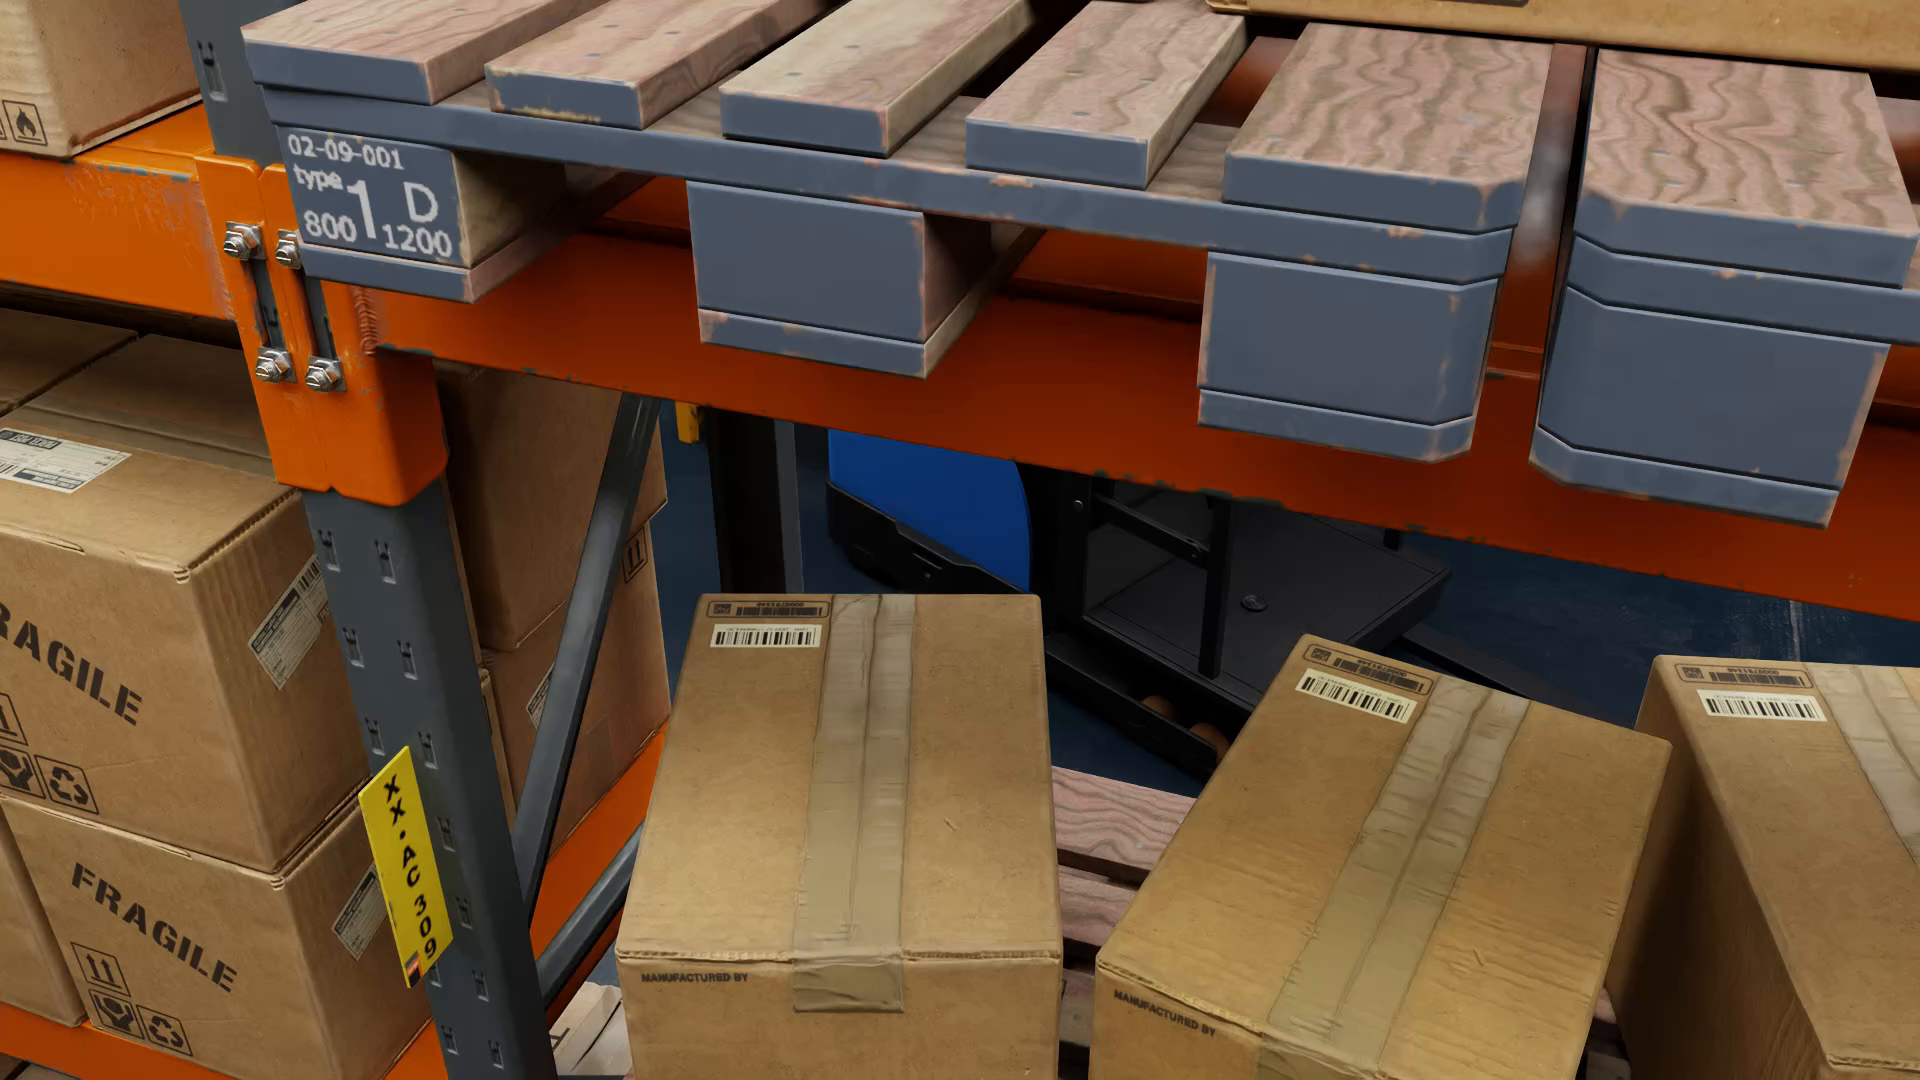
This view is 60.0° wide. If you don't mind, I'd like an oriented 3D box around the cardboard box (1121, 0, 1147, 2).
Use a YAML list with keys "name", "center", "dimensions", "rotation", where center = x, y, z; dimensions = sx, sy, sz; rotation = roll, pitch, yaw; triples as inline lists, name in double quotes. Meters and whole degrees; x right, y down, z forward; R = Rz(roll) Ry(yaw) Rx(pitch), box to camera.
- name: "cardboard box"
  center: [-0.055, -0.899, 1.539]
  dimensions: [0.600, 0.600, 0.600]
  rotation: [8, 34, 12]

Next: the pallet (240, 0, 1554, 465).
- name: "pallet"
  center: [0.086, -0.534, 1.719]
  dimensions: [1.003, 0.211, 1.213]
  rotation: [11, 34, 16]

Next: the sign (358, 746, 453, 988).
- name: "sign"
  center: [-0.680, 0.407, 2.056]
  dimensions: [0.005, 0.325, 0.100]
  rotation: [11, 34, 16]

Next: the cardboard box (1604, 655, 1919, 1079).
- name: "cardboard box"
  center: [1.180, 0.566, 2.129]
  dimensions: [0.500, 0.500, 0.700]
  rotation: [3, 33, 4]

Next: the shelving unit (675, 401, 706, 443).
- name: "shelving unit"
  center: [-0.561, -1.043, 6.483]
  dimensions: [1.083, 1.500, 0.587]
  rotation: [17, 37, 25]

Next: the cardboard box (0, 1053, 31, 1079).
- name: "cardboard box"
  center: [-2.275, 1.015, 3.808]
  dimensions: [0.637, 0.503, 0.797]
  rotation: [11, 34, 16]

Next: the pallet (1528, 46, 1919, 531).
- name: "pallet"
  center: [1.063, -0.346, 1.428]
  dimensions: [1.003, 0.211, 1.213]
  rotation: [11, 34, 16]

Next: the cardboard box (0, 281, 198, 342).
- name: "cardboard box"
  center: [-1.339, -0.294, 2.926]
  dimensions: [0.500, 0.500, 0.500]
  rotation: [10, 34, 15]

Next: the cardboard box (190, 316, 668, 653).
- name: "cardboard box"
  center: [-0.853, -0.200, 2.780]
  dimensions: [0.500, 0.500, 0.500]
  rotation: [12, 35, 18]

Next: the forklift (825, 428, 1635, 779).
- name: "forklift"
  center: [0.906, -0.818, 4.815]
  dimensions: [1.130, 2.935, 3.031]
  rotation: [-28, 42, -36]

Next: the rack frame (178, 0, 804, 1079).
- name: "rack frame"
  center: [-0.505, 0.494, 2.720]
  dimensions: [0.053, 2.616, 0.949]
  rotation: [11, 34, 16]

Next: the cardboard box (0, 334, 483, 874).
- name: "cardboard box"
  center: [-1.068, 0.070, 2.362]
  dimensions: [0.500, 0.500, 0.500]
  rotation: [11, 34, 17]

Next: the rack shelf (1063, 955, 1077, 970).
- name: "rack shelf"
  center: [1.379, 1.160, 2.350]
  dimensions: [4.000, 0.370, 1.077]
  rotation: [11, 34, 16]

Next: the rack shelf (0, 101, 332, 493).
- name: "rack shelf"
  center: [-2.387, -0.832, 2.671]
  dimensions: [4.000, 0.370, 1.077]
  rotation: [11, 34, 16]

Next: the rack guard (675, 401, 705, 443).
- name: "rack guard"
  center: [-0.994, -0.651, 7.028]
  dimensions: [0.087, 0.250, 0.587]
  rotation: [17, 37, 25]

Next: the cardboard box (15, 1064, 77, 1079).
- name: "cardboard box"
  center: [-1.842, 1.340, 3.482]
  dimensions: [0.500, 0.311, 0.500]
  rotation: [11, 34, 16]

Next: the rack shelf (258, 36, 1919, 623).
- name: "rack shelf"
  center: [1.379, -0.100, 1.537]
  dimensions: [4.000, 0.370, 1.077]
  rotation: [11, 34, 16]

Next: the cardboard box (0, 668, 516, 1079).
- name: "cardboard box"
  center: [-1.061, 0.490, 2.634]
  dimensions: [0.500, 0.500, 0.500]
  rotation: [12, 35, 17]

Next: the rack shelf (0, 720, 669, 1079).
- name: "rack shelf"
  center: [-2.387, 0.428, 3.484]
  dimensions: [4.000, 0.370, 1.077]
  rotation: [11, 34, 16]

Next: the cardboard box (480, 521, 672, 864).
- name: "cardboard box"
  center: [-0.892, 0.218, 3.055]
  dimensions: [0.500, 0.500, 0.500]
  rotation: [12, 35, 18]

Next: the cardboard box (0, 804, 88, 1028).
- name: "cardboard box"
  center: [-1.547, 0.396, 2.779]
  dimensions: [0.500, 0.500, 0.500]
  rotation: [12, 35, 18]

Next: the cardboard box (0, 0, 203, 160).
- name: "cardboard box"
  center: [-1.052, -0.658, 1.877]
  dimensions: [0.500, 0.250, 0.500]
  rotation: [11, 34, 16]

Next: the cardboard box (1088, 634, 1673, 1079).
- name: "cardboard box"
  center: [0.535, 0.568, 2.125]
  dimensions: [0.500, 0.500, 0.700]
  rotation: [17, 36, 24]

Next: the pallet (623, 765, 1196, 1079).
- name: "pallet"
  center: [0.211, 0.775, 2.461]
  dimensions: [1.213, 0.211, 1.003]
  rotation: [11, 34, 16]

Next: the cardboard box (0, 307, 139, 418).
- name: "cardboard box"
  center: [-1.551, -0.023, 2.506]
  dimensions: [0.500, 0.500, 0.500]
  rotation: [10, 34, 16]

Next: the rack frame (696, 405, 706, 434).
- name: "rack frame"
  center: [-0.995, -1.177, 6.690]
  dimensions: [0.032, 1.500, 0.500]
  rotation: [17, 37, 25]

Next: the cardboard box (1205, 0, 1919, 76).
- name: "cardboard box"
  center: [0.582, -0.788, 1.368]
  dimensions: [0.600, 0.600, 0.600]
  rotation: [11, 34, 16]

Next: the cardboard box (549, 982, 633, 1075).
- name: "cardboard box"
  center: [-0.826, 1.250, 3.622]
  dimensions: [0.500, 0.311, 0.500]
  rotation: [11, 34, 16]

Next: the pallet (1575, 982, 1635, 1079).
- name: "pallet"
  center: [1.429, 0.951, 2.188]
  dimensions: [1.213, 0.211, 1.003]
  rotation: [11, 34, 16]

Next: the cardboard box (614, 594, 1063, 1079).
- name: "cardboard box"
  center: [-0.134, 0.475, 2.270]
  dimensions: [0.500, 0.500, 0.700]
  rotation: [0, 33, 0]
